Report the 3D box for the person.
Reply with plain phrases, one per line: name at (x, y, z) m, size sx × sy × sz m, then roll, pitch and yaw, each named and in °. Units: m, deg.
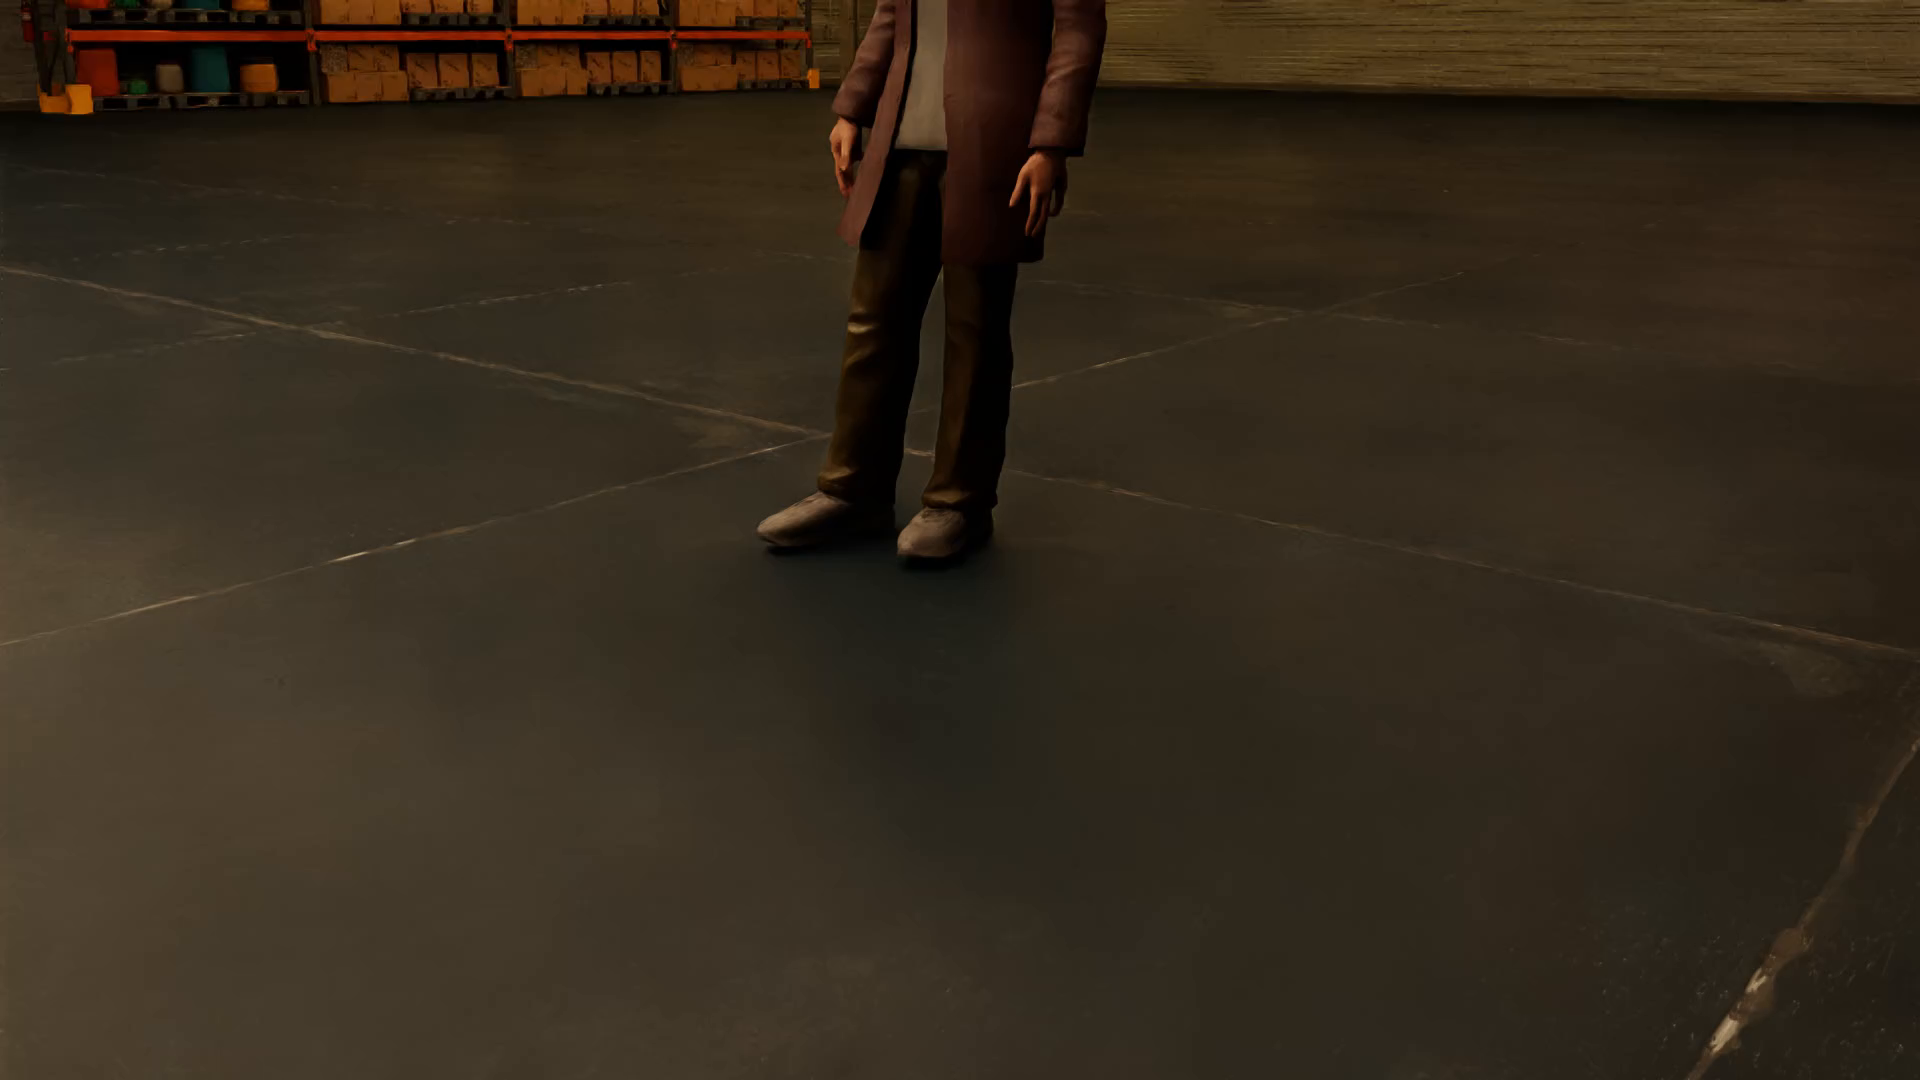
person at (-0.062, -0.838, 3.617) m, size 0.694 × 1.776 × 0.580 m, roll 13°, pitch 21°, yaw 37°
